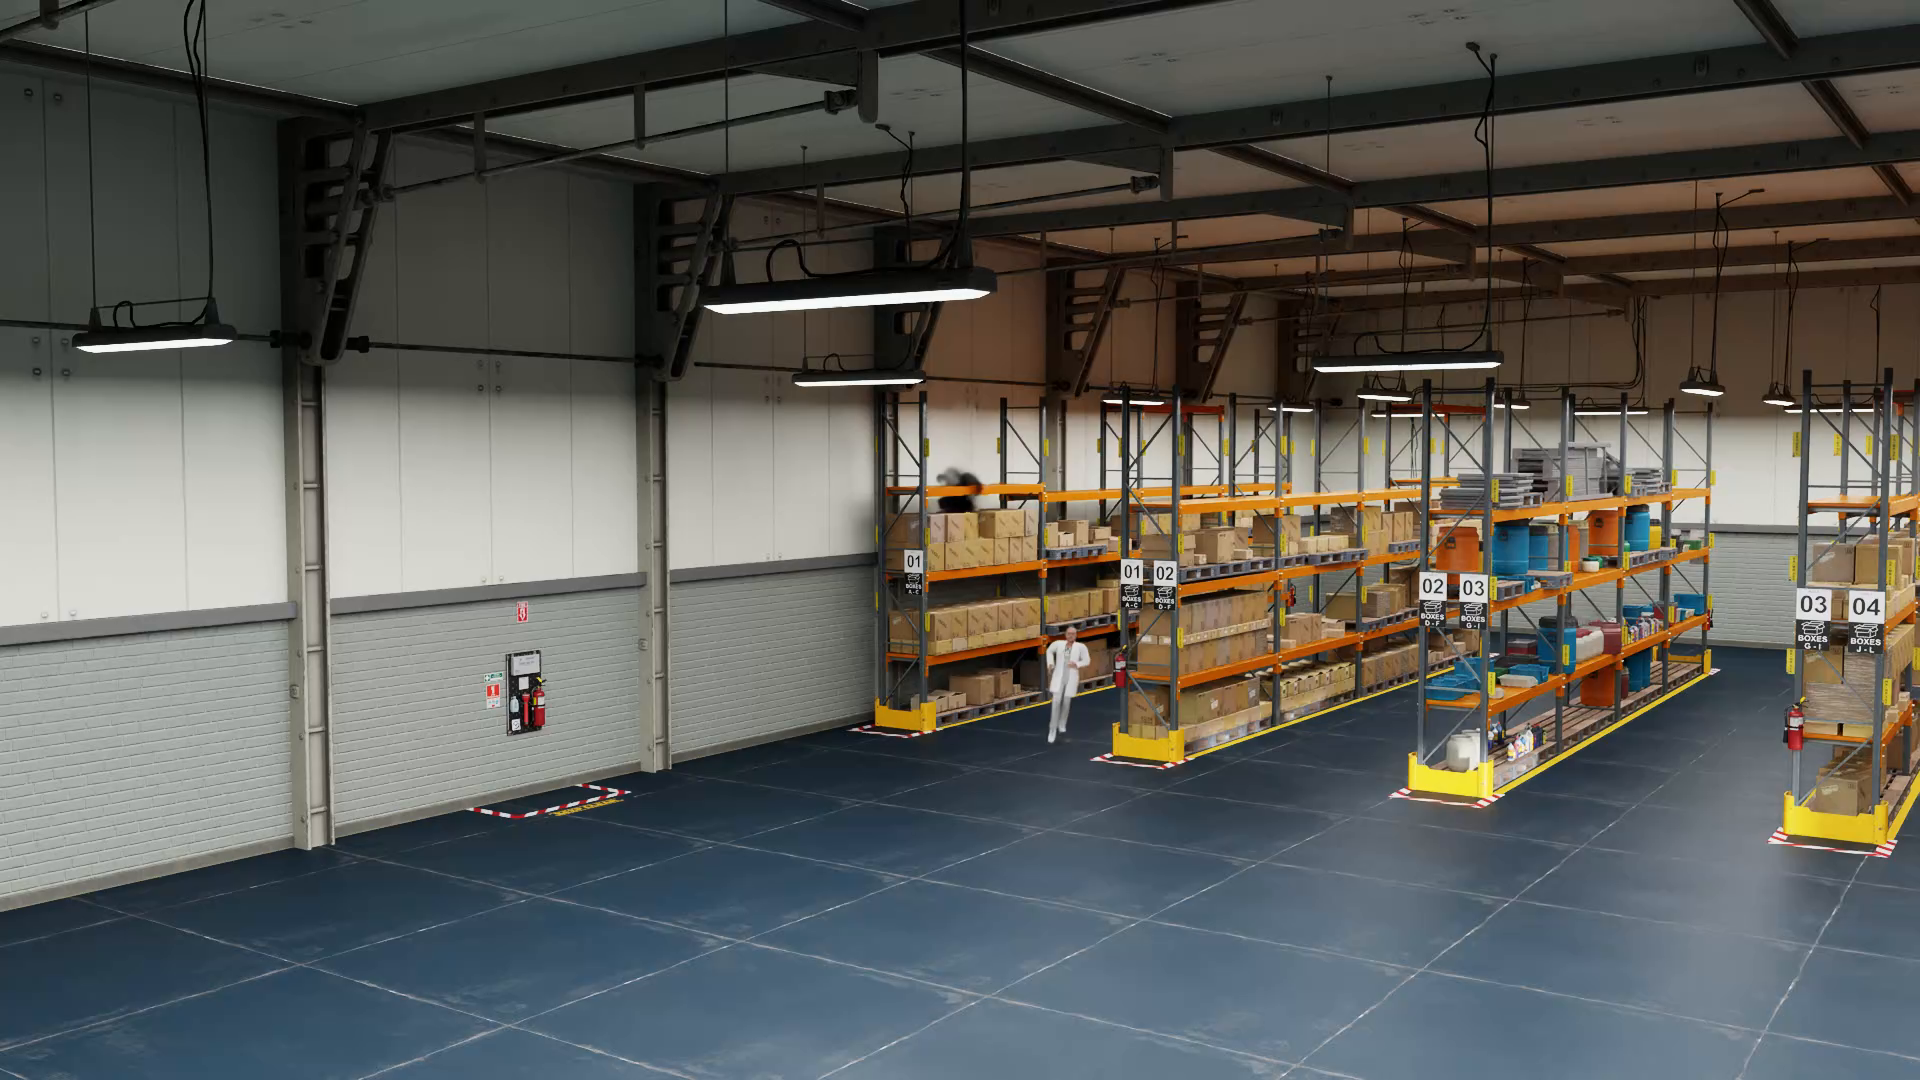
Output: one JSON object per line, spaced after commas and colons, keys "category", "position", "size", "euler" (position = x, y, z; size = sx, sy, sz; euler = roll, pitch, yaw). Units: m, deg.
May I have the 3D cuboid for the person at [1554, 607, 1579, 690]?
{"category": "person", "position": [12.400, 2.192, 34.397], "size": [0.718, 1.761, 0.965], "euler": [2, 4, 26]}

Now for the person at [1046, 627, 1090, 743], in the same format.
{"category": "person", "position": [1.773, 2.349, 27.329], "size": [0.733, 1.862, 0.859], "euler": [0, 3, 6]}
